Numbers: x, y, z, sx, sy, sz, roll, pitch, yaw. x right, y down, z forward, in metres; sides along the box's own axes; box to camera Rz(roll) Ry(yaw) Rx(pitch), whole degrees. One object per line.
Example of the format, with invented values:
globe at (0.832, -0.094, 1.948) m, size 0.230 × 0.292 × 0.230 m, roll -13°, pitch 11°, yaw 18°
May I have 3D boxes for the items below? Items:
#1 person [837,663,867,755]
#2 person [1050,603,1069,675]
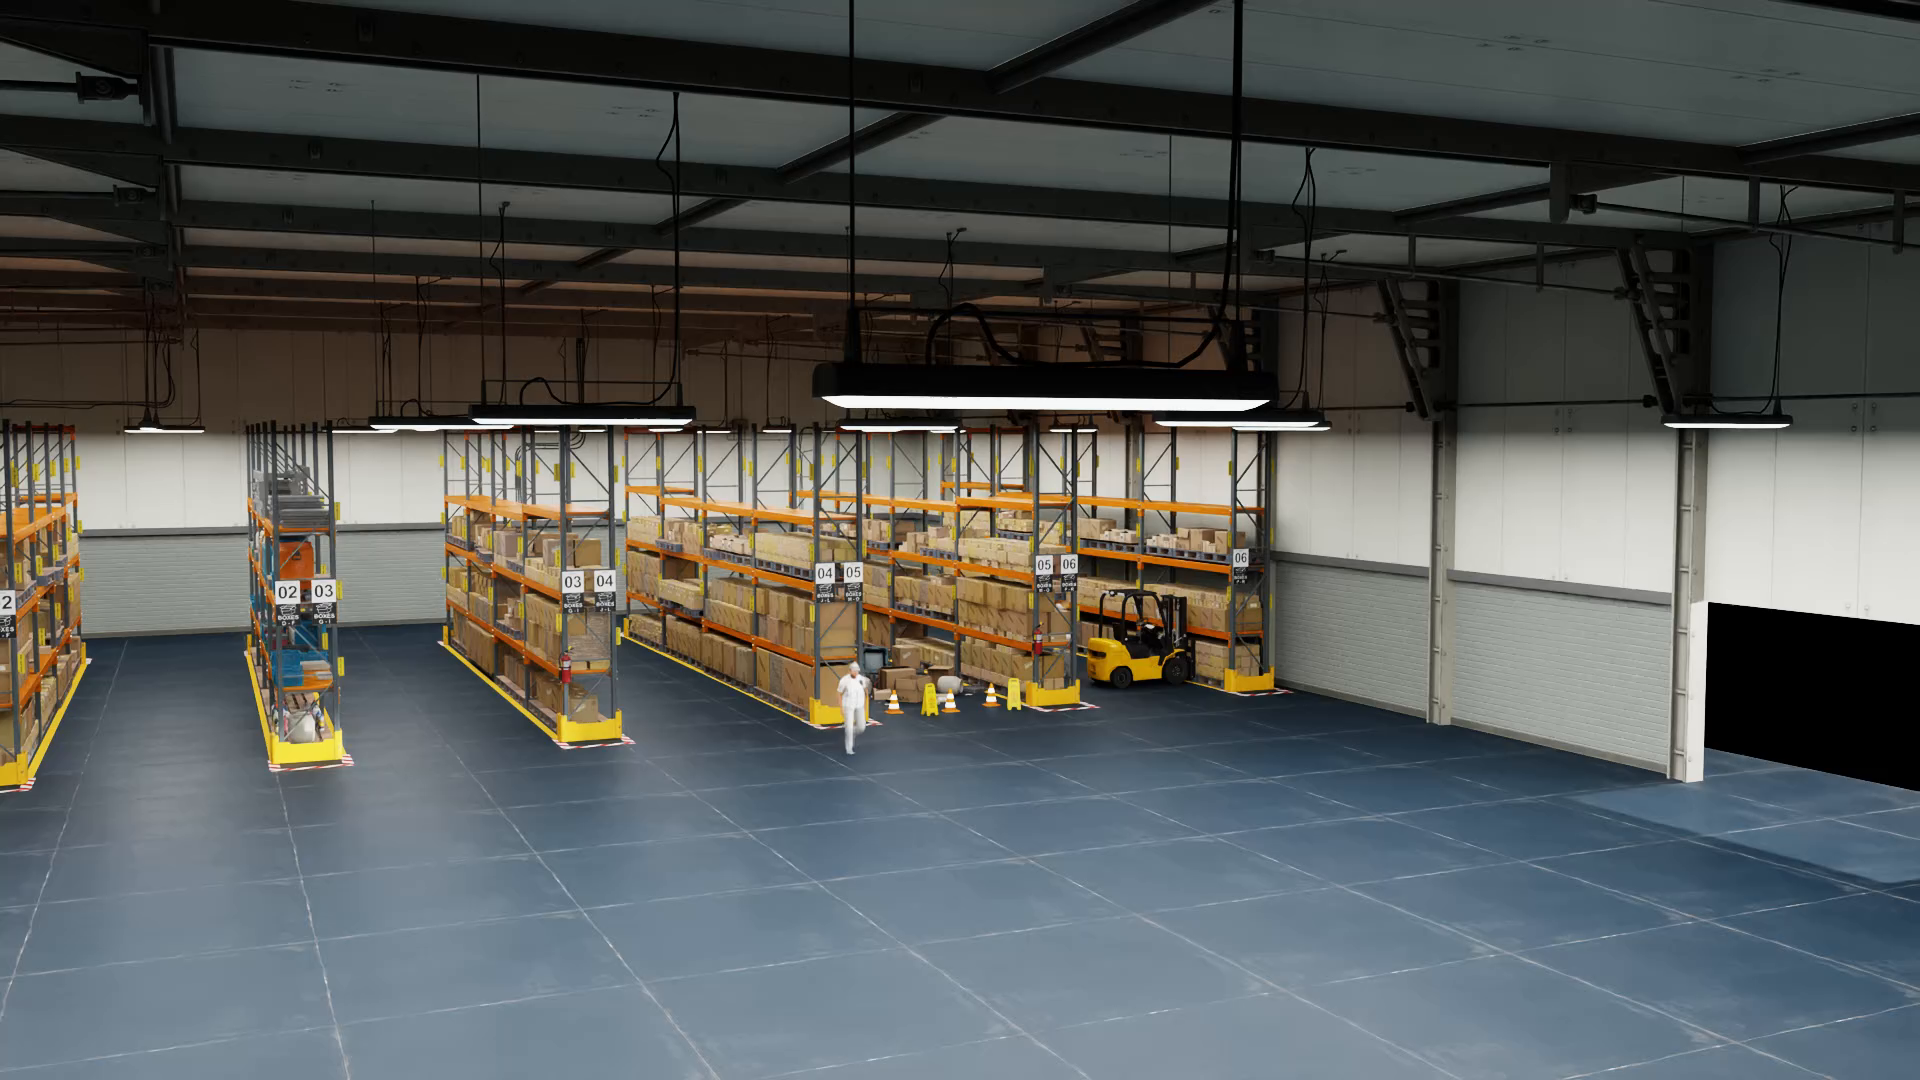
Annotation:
person at (-1.972, 3.029, 30.149) m, size 0.571 × 1.647 × 0.592 m, roll -2°, pitch 4°, yaw -28°
person at (2.434, 2.383, 39.943) m, size 0.653 × 1.700 × 0.816 m, roll -2°, pitch 4°, yaw -29°
